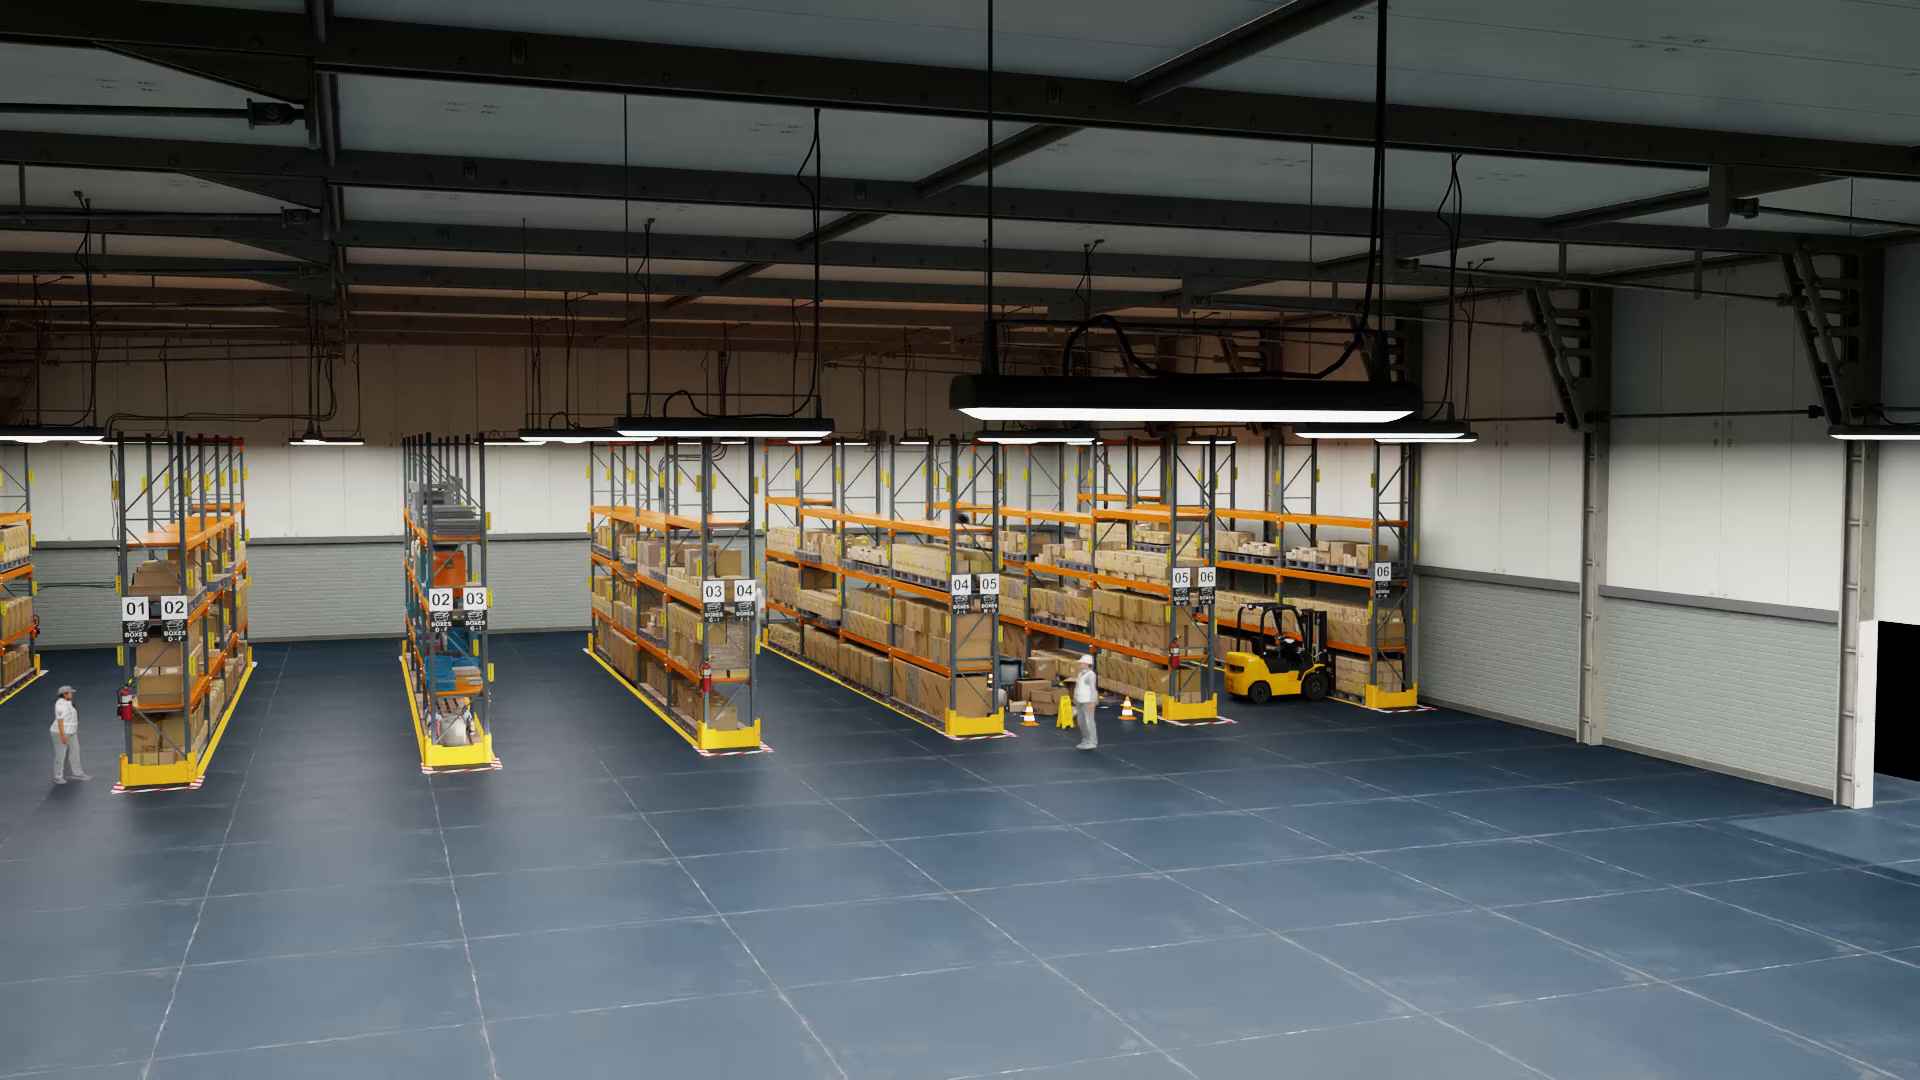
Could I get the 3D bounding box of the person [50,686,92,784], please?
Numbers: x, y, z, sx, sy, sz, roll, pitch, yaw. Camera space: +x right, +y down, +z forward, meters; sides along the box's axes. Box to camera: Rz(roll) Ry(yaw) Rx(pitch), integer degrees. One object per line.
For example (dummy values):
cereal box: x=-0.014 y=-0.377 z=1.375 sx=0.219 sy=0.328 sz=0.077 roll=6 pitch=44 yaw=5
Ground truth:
person: x=-15.272 y=3.324 z=28.493 sx=0.535 sy=1.660 sz=0.554 roll=0 pitch=3 yaw=-2

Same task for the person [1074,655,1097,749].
person: x=2.394 y=3.090 z=31.655 sx=0.399 sy=1.810 sz=0.648 roll=-1 pitch=3 yaw=-25

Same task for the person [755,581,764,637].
person: x=-6.143 y=2.085 z=49.526 sx=0.597 sy=1.796 sz=0.405 roll=-1 pitch=3 yaw=-19

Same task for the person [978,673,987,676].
person: x=0.460 y=2.598 z=41.472 sx=0.437 sy=1.641 sz=0.810 roll=-2 pitch=4 yaw=-30

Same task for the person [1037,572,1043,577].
person: x=2.460 y=1.831 z=52.447 sx=0.423 sy=1.617 sz=0.389 roll=-1 pitch=3 yaw=-20
